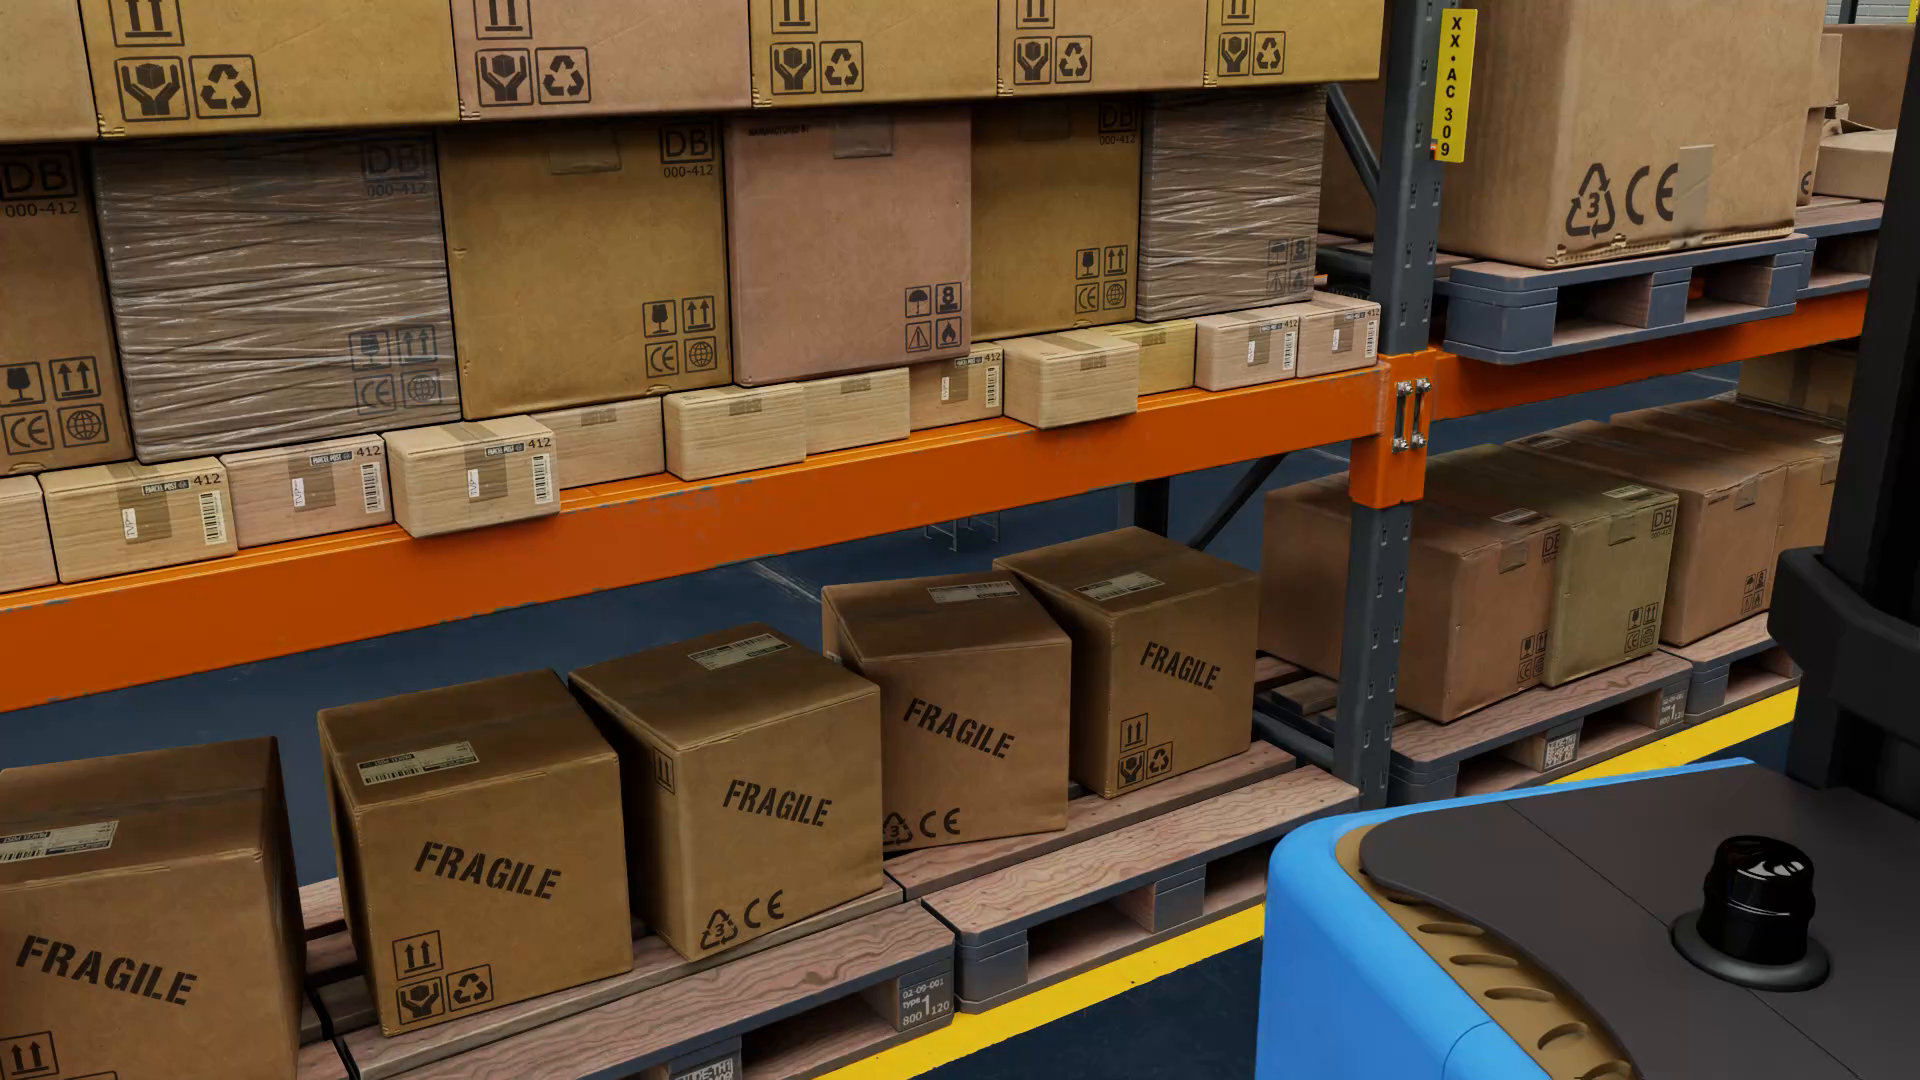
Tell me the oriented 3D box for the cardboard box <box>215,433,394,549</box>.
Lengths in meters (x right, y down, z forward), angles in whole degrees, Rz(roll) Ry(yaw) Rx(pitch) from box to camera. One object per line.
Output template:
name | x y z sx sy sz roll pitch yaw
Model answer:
cardboard box | -1.146 -0.125 2.823 0.250 0.149 0.380 -12 22 -31

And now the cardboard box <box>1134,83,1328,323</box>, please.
cardboard box | 0.376 -0.866 4.001 0.500 0.500 0.875 -12 22 -31

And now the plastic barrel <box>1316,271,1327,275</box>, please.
plastic barrel | 2.745 -2.116 11.429 0.708 0.588 0.600 -12 22 -31

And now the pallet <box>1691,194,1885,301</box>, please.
pallet | 2.495 -0.994 5.301 1.213 0.211 1.003 -12 22 -31

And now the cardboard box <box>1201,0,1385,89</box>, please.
cardboard box | 0.561 -1.249 3.574 0.500 0.500 0.500 -12 22 -31

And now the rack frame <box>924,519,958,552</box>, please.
rack frame | -0.078 -0.410 6.552 0.006 0.900 0.240 -12 22 -31

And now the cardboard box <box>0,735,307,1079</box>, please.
cardboard box | -1.544 0.730 3.150 0.500 0.500 0.500 -6 20 -17

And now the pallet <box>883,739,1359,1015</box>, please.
pallet | 0.244 0.709 4.319 1.213 0.211 1.003 -12 22 -31

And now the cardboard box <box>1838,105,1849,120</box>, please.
cardboard box | 2.600 -1.339 5.600 0.500 0.250 0.500 -13 22 -33

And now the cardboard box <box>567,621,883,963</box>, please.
cardboard box | -0.520 0.538 3.717 0.500 0.500 0.500 -14 23 -36

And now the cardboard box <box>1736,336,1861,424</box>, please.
cardboard box | 3.146 -0.602 5.887 0.500 0.250 0.500 -9 21 -25

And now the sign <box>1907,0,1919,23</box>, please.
sign | 3.818 -2.141 6.586 0.005 0.325 0.100 -12 22 -31

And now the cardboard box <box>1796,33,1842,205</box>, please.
cardboard box | 2.183 -1.318 5.143 0.637 0.503 0.797 -9 21 -26

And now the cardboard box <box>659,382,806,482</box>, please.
cardboard box | -0.493 -0.244 3.176 0.250 0.149 0.380 -12 22 -31

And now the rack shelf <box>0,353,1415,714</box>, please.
rack shelf | -0.885 -0.047 3.324 4.000 0.370 1.077 -12 22 -31

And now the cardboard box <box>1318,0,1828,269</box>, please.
cardboard box | 1.526 -1.326 4.390 1.000 1.000 1.000 -12 22 -31

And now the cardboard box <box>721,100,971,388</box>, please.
cardboard box | -0.423 -0.672 3.428 0.500 0.500 0.875 -12 22 -31

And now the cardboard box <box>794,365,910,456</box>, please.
cardboard box | -0.304 -0.298 3.334 0.250 0.149 0.380 -12 22 -31

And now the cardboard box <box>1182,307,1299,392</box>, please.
cardboard box | 0.554 -0.463 3.823 0.250 0.149 0.380 -12 22 -31

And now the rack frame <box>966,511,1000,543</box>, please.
rack frame | 0.092 -0.446 6.658 0.006 0.900 0.240 -12 22 -31

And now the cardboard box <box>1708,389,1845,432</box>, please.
cardboard box | 3.121 -0.244 6.000 0.500 0.500 0.700 -14 23 -36

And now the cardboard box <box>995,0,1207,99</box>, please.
cardboard box | 0.144 -1.161 3.313 0.500 0.500 0.500 -12 22 -31

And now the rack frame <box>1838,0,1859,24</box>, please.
rack frame | 8.084 -4.179 14.421 0.127 3.000 1.000 -12 22 -31

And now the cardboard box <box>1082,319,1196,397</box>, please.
cardboard box | 0.312 -0.435 3.741 0.250 0.149 0.380 -12 22 -31

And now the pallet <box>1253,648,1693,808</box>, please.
pallet | 1.435 0.443 5.104 1.213 0.211 1.003 -12 22 -31

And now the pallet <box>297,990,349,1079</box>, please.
pallet | -1.794 1.138 3.048 1.213 0.211 1.003 -12 22 -31

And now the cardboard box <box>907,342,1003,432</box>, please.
cardboard box | -0.117 -0.353 3.496 0.250 0.149 0.380 -12 22 -31

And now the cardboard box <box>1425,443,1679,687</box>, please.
cardboard box | 1.719 0.054 5.117 0.500 0.500 0.700 -12 22 -32

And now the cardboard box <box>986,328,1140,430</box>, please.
cardboard box | 0.164 -0.361 3.522 0.250 0.149 0.380 -12 22 -31

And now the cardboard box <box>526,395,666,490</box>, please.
cardboard box | -0.744 -0.221 3.106 0.250 0.149 0.380 -12 22 -31

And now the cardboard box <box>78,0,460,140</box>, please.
cardboard box | -1.108 -0.896 2.530 0.500 0.500 0.500 -12 22 -31

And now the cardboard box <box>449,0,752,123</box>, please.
cardboard box | -0.693 -0.986 2.795 0.500 0.500 0.500 -12 22 -31

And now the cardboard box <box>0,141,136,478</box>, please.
cardboard box | -1.729 -0.434 2.723 0.500 0.500 0.875 -12 22 -31

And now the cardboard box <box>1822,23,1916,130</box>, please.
cardboard box | 3.286 -1.460 5.568 0.500 0.500 0.700 -8 20 -23

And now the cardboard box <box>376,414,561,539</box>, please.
cardboard box | -0.880 -0.141 2.871 0.250 0.149 0.380 -12 22 -31

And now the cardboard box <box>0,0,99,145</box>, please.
cardboard box | -1.524 -0.808 2.268 0.500 0.500 0.500 -12 22 -31

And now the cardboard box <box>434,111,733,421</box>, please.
cardboard box | -0.864 -0.595 3.201 0.500 0.500 0.875 -12 22 -31

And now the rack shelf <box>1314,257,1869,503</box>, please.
rack shelf | 2.456 -0.752 5.408 4.000 0.370 1.077 -12 22 -31

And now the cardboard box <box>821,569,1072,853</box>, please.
cardboard box | -0.045 0.408 4.102 0.500 0.500 0.500 -5 19 -14

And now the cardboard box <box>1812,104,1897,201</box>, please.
cardboard box | 2.882 -1.214 5.206 0.258 0.266 0.396 -13 22 -33

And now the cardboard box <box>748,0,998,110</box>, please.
cardboard box | -0.274 -1.073 3.053 0.500 0.500 0.500 -12 22 -31

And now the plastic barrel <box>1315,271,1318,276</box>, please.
plastic barrel | 2.224 -2.004 11.218 0.421 0.512 0.421 0 19 0

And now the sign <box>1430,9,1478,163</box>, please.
sign | 1.090 -1.006 3.686 0.005 0.325 0.100 -12 22 -31

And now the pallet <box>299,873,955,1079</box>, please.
pallet | -0.776 0.925 3.680 1.213 0.211 1.003 -12 22 -31

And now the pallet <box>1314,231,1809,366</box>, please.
pallet | 1.504 -0.745 4.564 1.213 0.211 1.003 -12 22 -31

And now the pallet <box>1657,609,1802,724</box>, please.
pallet | 2.455 0.227 5.743 1.213 0.211 1.003 -12 22 -31

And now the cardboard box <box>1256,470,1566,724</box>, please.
cardboard box | 1.310 0.133 4.883 0.500 0.500 0.700 -14 23 -36

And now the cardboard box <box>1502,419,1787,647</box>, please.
cardboard box | 2.186 -0.044 5.409 0.500 0.500 0.700 -14 23 -36

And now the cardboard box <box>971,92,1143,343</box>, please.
cardboard box | -0.061 -0.787 3.769 0.500 0.500 0.875 -12 22 -31

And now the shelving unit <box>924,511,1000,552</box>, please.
shelving unit | 0.007 -0.428 6.605 0.210 0.900 0.258 -12 22 -31

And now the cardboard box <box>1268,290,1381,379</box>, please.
cardboard box | 0.768 -0.505 3.946 0.250 0.149 0.380 -12 22 -31

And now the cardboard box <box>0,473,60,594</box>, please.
cardboard box | -1.552 -0.031 2.547 0.250 0.149 0.380 -12 22 -31

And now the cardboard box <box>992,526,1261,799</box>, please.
cardboard box | 0.429 0.305 4.407 0.500 0.500 0.500 -13 22 -33

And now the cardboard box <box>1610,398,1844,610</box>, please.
cardboard box | 2.652 -0.143 5.699 0.500 0.500 0.700 -10 21 -27

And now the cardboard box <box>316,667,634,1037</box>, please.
cardboard box | -1.011 0.624 3.461 0.500 0.500 0.500 -10 21 -26

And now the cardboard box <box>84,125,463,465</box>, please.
cardboard box | -1.288 -0.510 2.949 0.500 0.500 0.875 -12 22 -31

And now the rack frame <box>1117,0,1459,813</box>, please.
rack frame | 0.786 -0.740 4.250 0.127 3.000 1.000 -12 22 -31

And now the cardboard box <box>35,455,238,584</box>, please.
cardboard box | -1.340 -0.074 2.671 0.250 0.149 0.380 -12 22 -31
